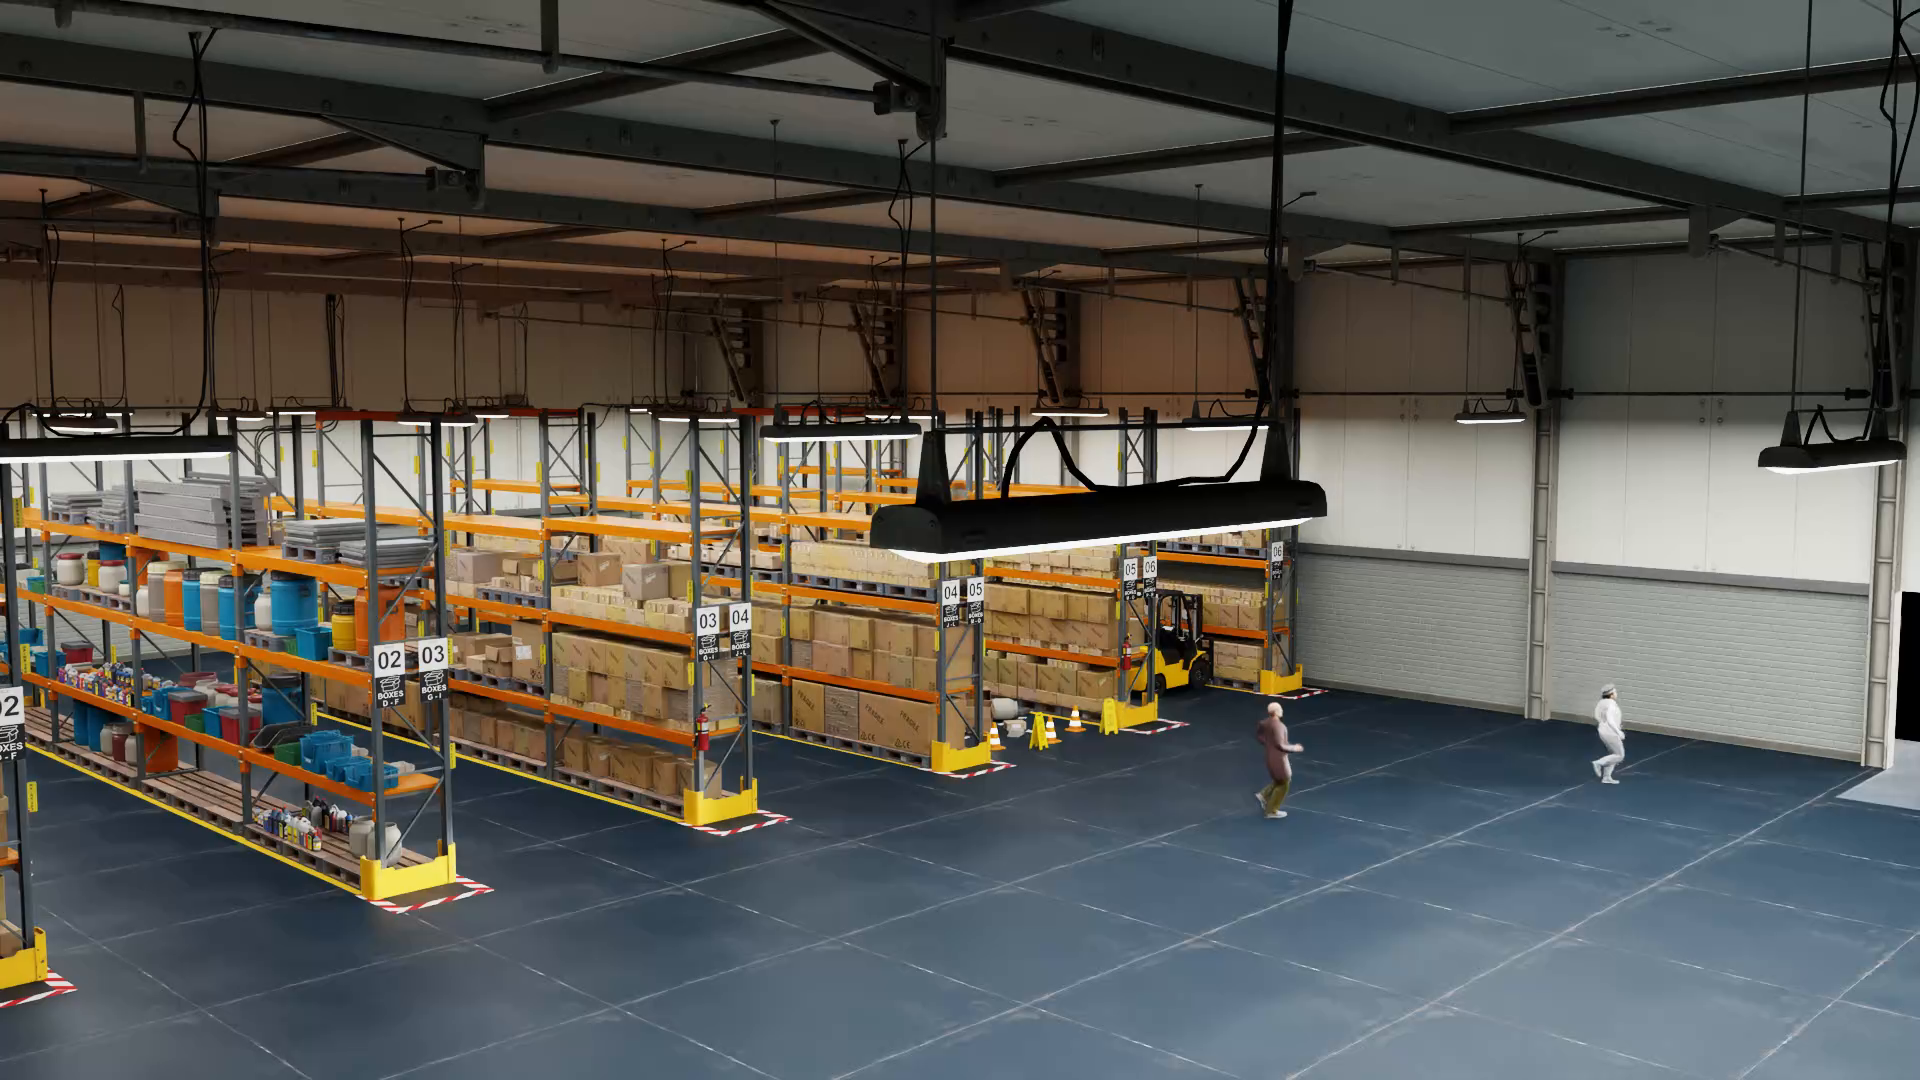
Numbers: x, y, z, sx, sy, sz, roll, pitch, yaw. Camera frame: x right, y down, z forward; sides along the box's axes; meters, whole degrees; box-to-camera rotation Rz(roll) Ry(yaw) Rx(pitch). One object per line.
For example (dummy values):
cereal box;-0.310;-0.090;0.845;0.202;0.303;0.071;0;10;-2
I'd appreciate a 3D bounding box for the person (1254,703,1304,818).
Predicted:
person;4.744;3.268;24.744;0.649;1.730;0.702;-1;5;-11

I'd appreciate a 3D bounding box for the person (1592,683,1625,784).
person;10.475;3.134;26.896;0.552;1.657;0.621;0;5;-4

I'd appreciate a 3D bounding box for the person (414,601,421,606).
person;-12.236;2.195;37.539;0.673;1.646;0.761;-2;6;-24
